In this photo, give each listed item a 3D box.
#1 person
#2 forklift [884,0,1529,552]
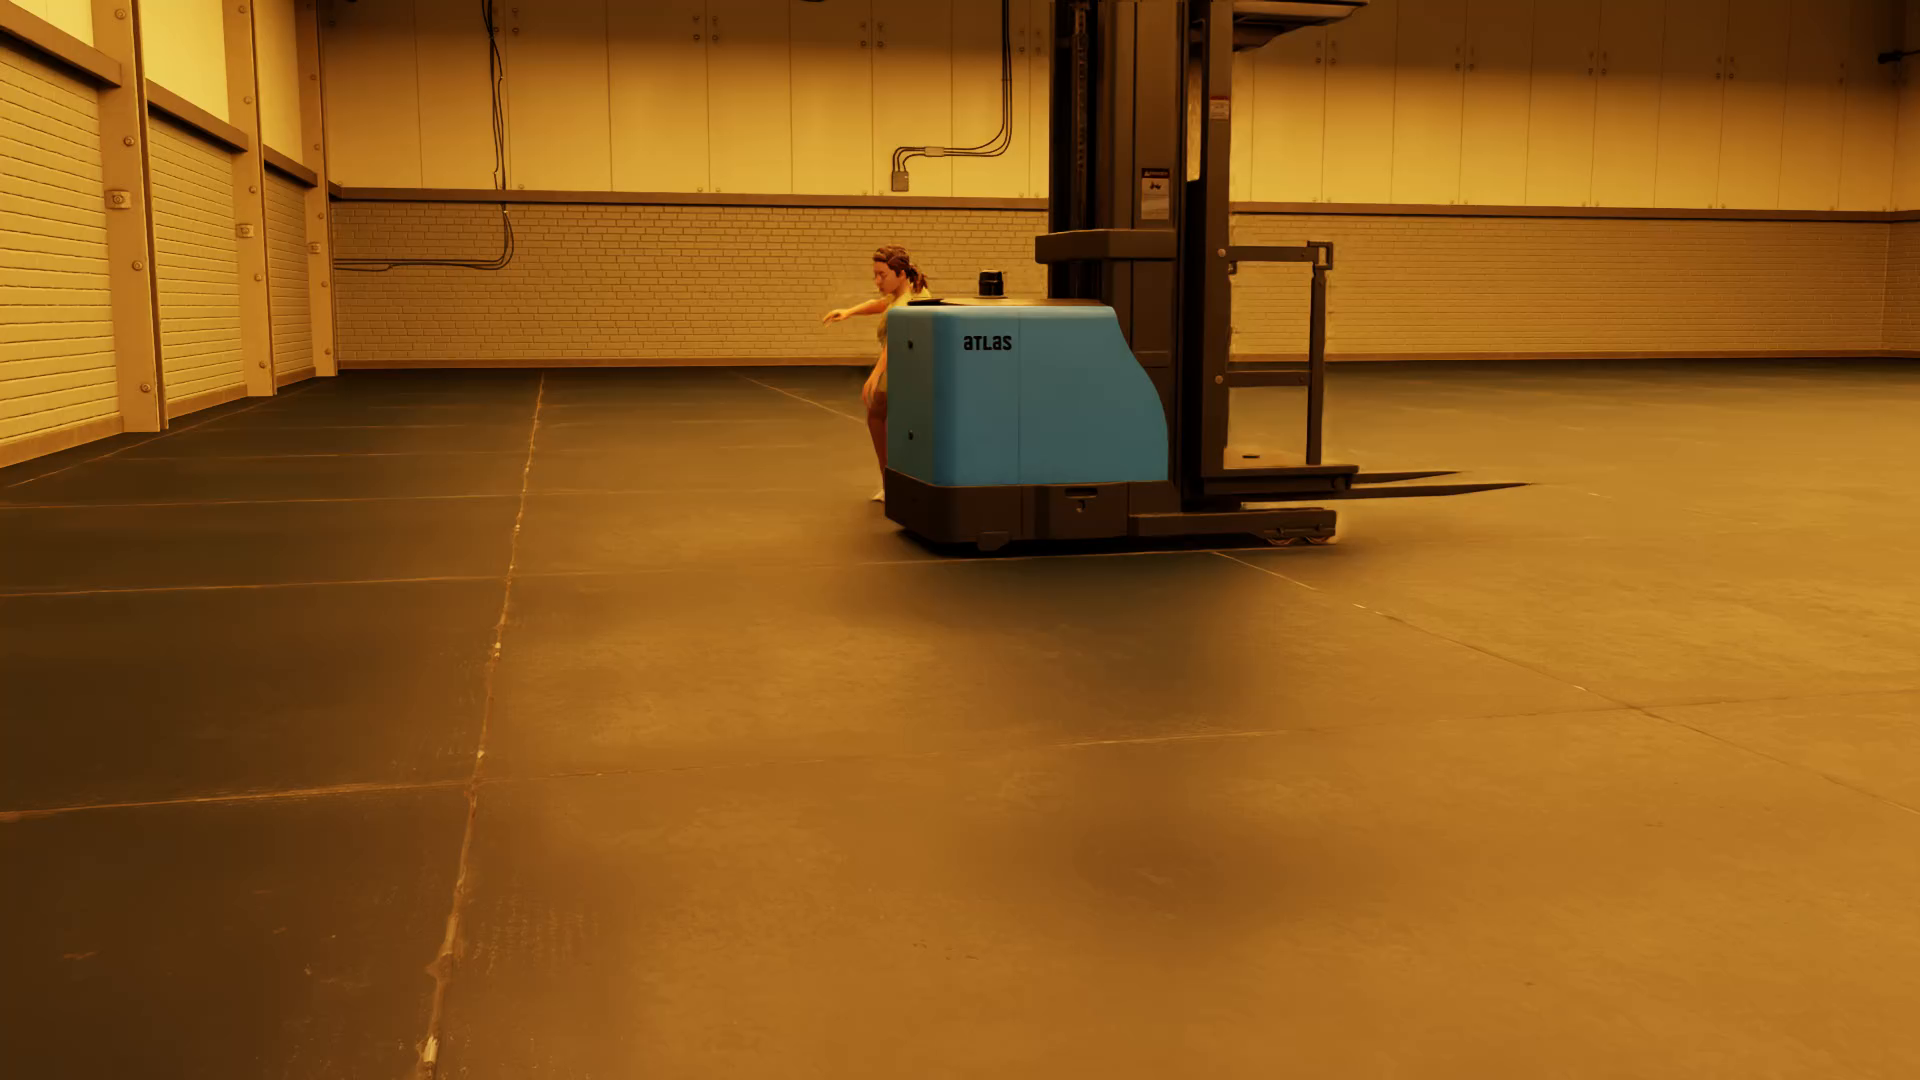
[{"bbox_3d":[-0.365,-0.843,8.856,0.652,1.448,0.943,-5,9,-30],"label":"person"},{"bbox_3d":[1.214,-1.492,7.790,3.031,2.935,1.130,-2,8,-16],"label":"forklift"}]
